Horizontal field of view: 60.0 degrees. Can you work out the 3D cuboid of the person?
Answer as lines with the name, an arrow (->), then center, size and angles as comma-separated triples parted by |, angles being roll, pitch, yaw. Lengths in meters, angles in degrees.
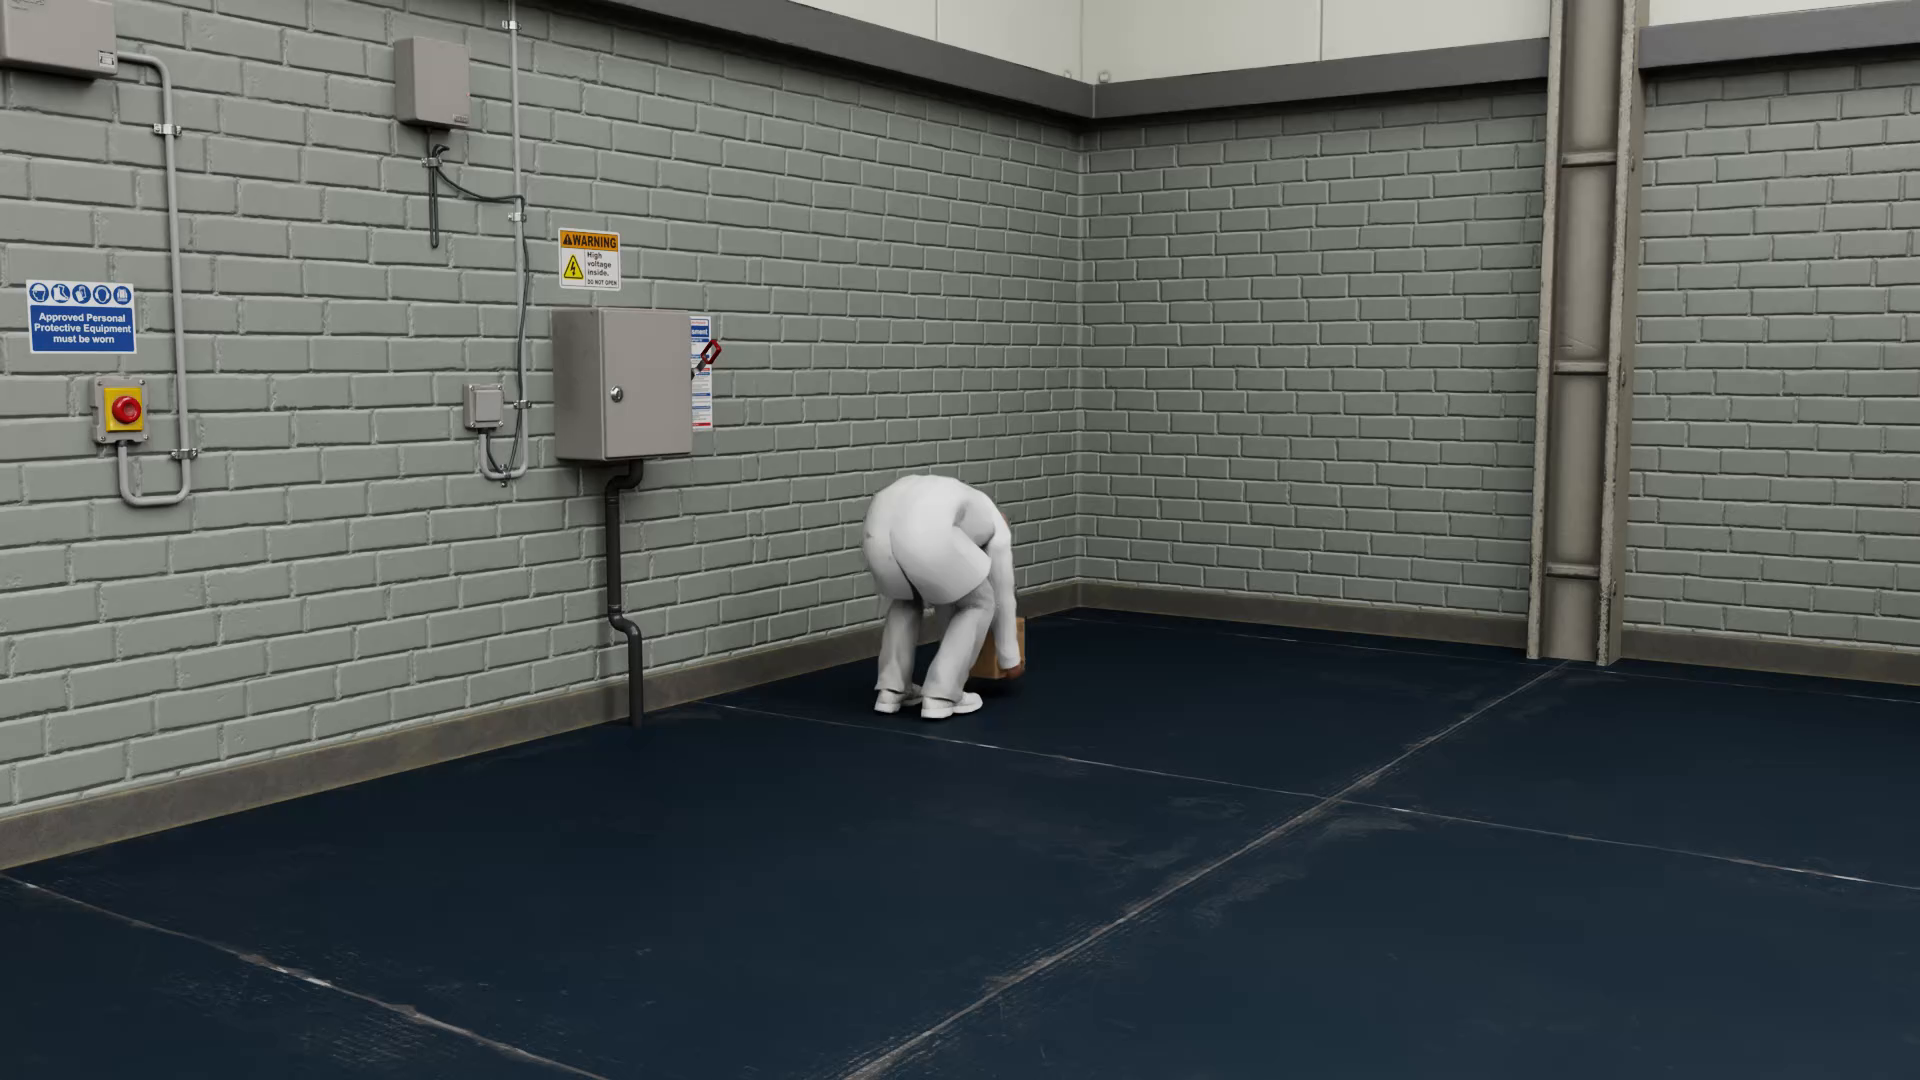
person -> -0.130, -0.151, 7.128 | 0.559, 1.782, 0.517 | 4, 7, 33
